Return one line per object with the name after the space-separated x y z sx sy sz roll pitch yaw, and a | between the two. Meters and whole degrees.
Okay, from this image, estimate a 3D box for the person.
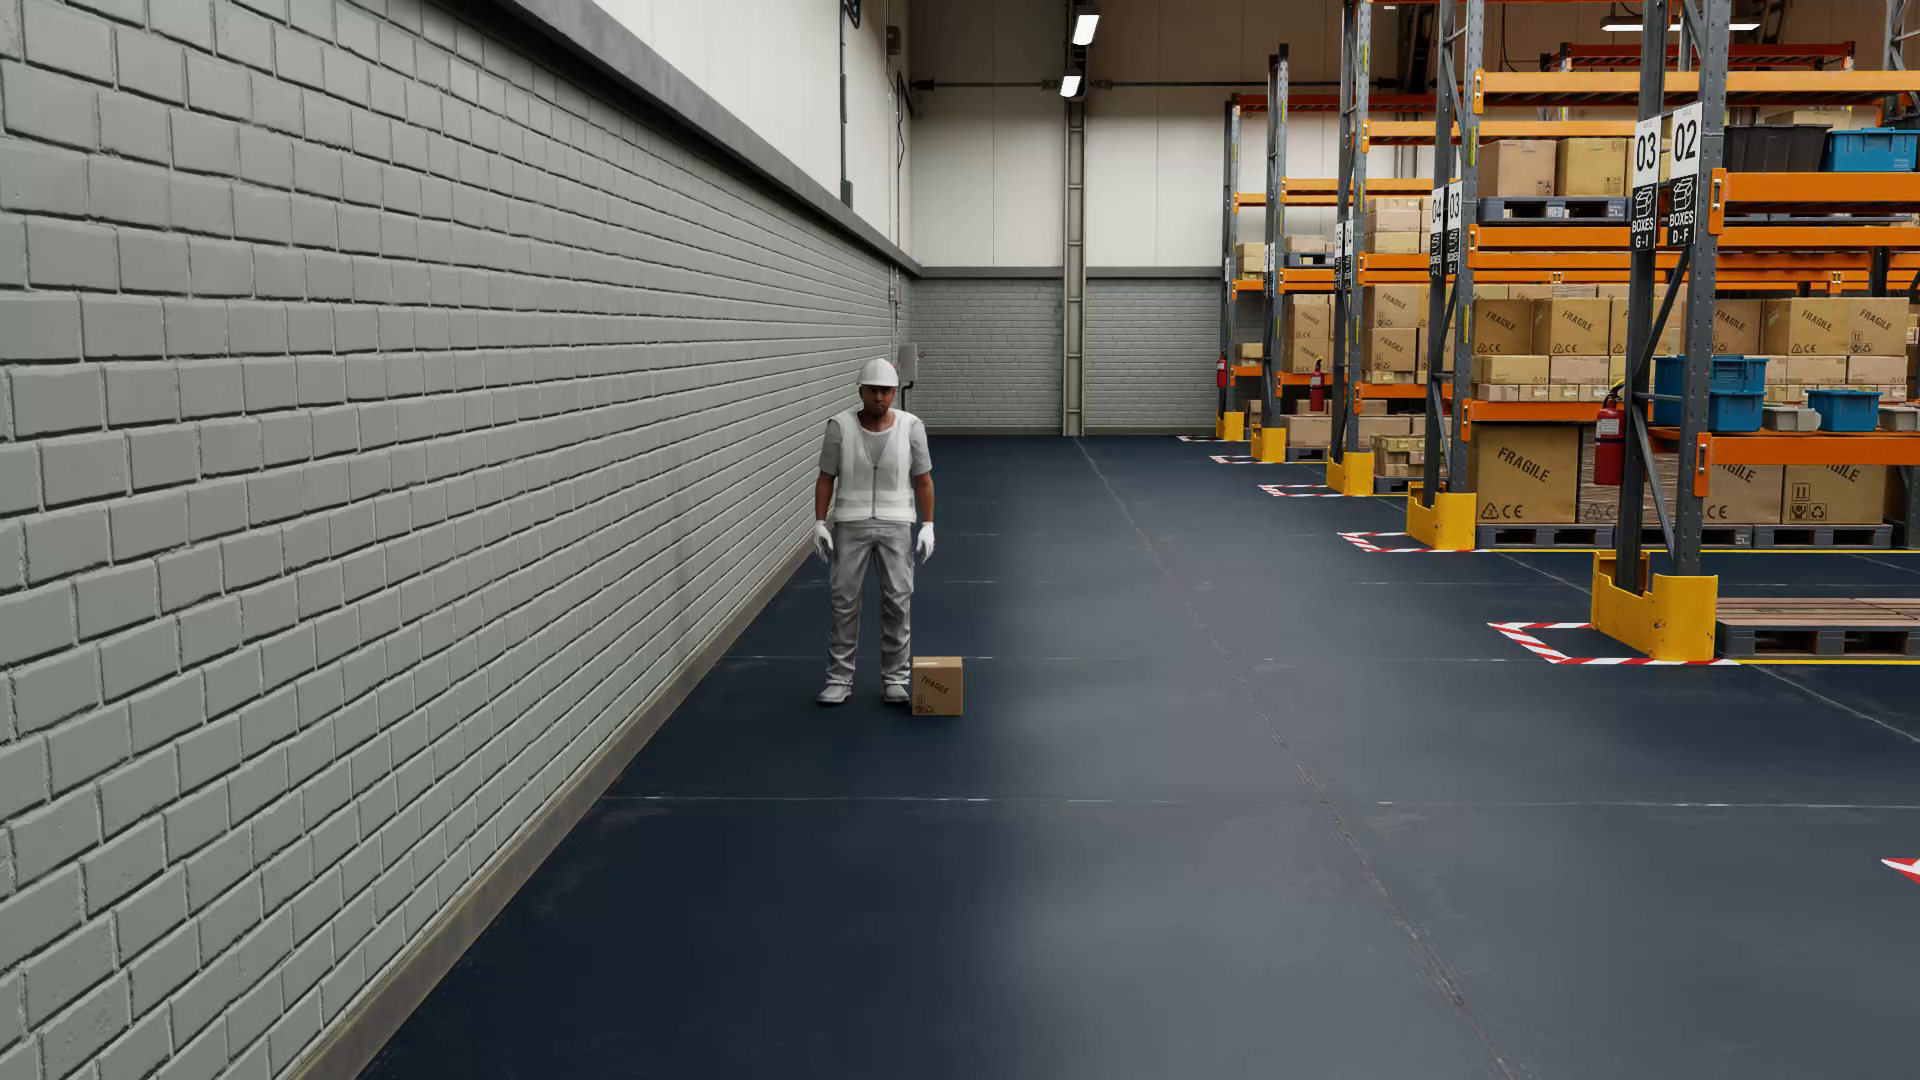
-0.441 -0.045 8.567 0.628 1.774 0.448 0 7 -2 | person
